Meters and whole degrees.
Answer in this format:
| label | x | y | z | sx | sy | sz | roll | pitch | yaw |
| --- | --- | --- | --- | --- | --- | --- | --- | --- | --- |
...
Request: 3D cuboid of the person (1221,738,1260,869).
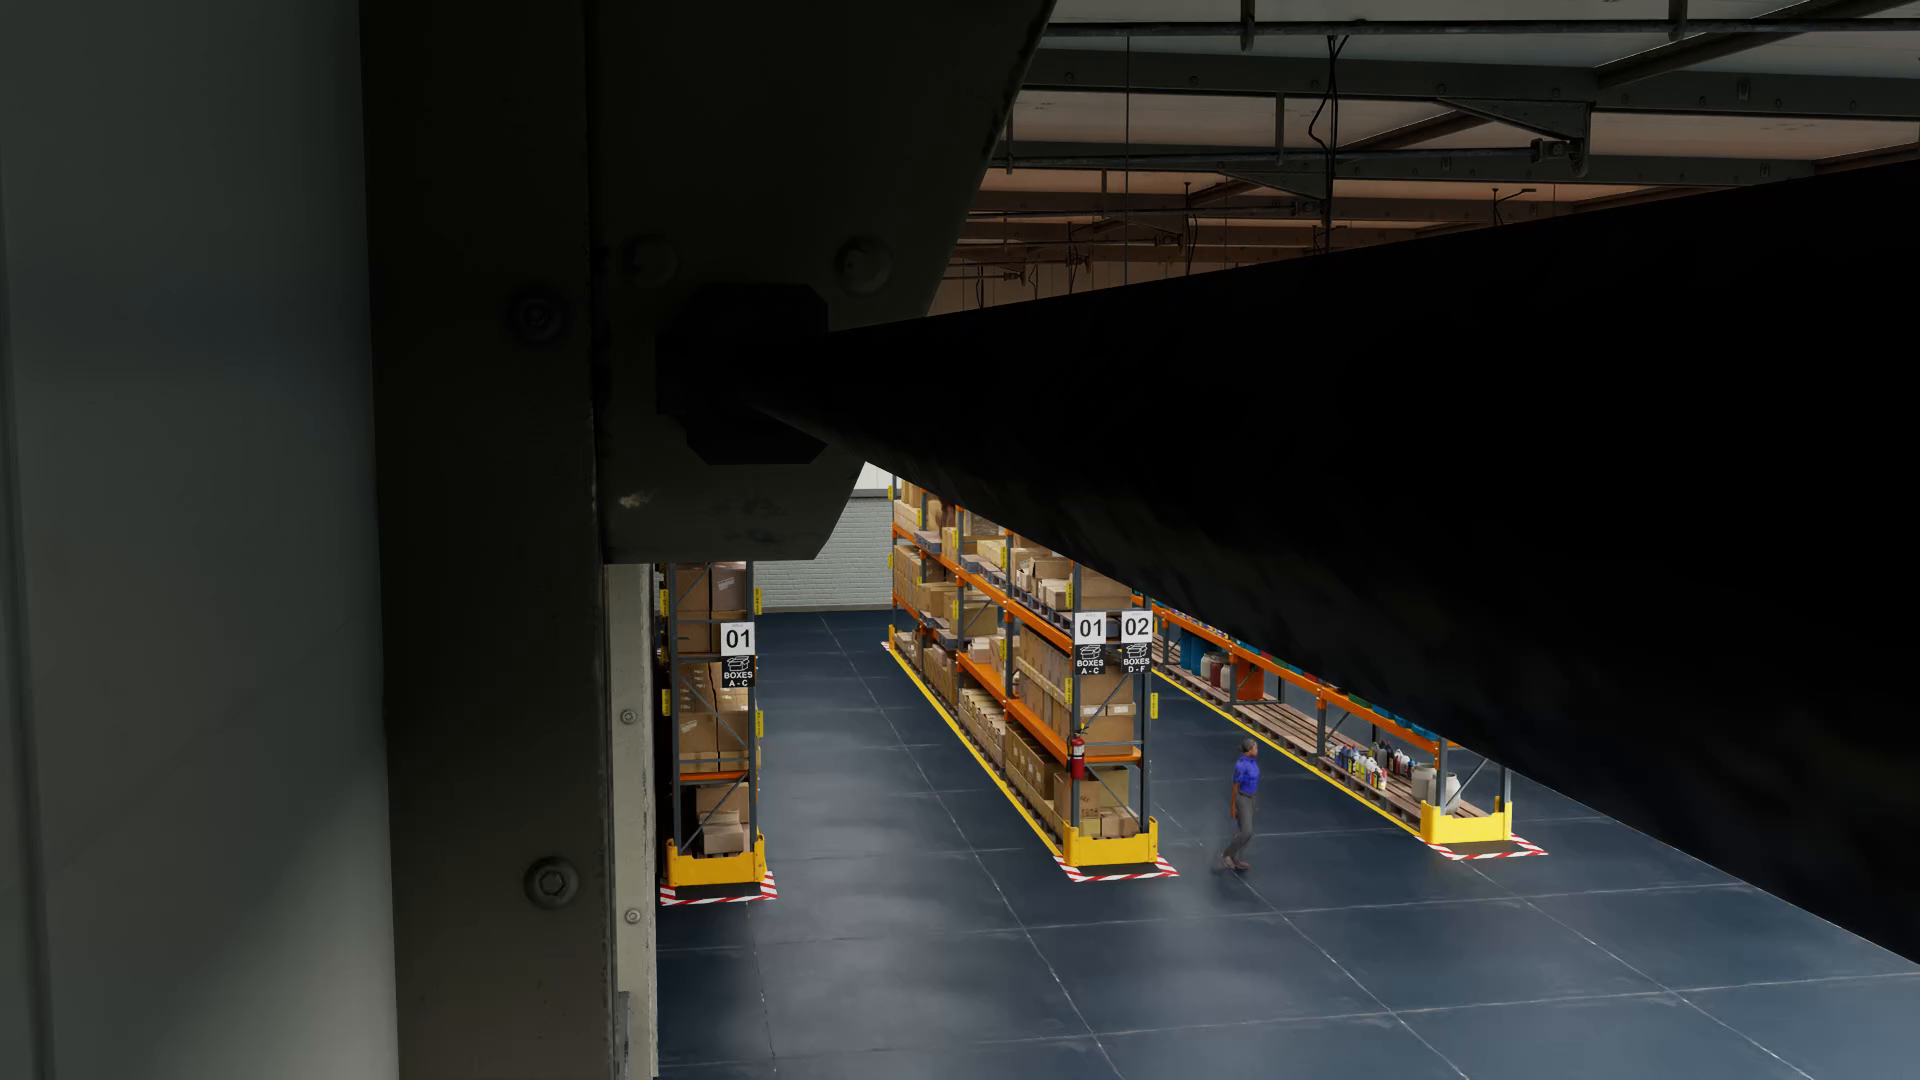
| label | x | y | z | sx | sy | sz | roll | pitch | yaw |
| --- | --- | --- | --- | --- | --- | --- | --- | --- | --- |
| person | 3.484 | 3.272 | 20.651 | 0.419 | 1.647 | 0.548 | 3 | 7 | 28 |
